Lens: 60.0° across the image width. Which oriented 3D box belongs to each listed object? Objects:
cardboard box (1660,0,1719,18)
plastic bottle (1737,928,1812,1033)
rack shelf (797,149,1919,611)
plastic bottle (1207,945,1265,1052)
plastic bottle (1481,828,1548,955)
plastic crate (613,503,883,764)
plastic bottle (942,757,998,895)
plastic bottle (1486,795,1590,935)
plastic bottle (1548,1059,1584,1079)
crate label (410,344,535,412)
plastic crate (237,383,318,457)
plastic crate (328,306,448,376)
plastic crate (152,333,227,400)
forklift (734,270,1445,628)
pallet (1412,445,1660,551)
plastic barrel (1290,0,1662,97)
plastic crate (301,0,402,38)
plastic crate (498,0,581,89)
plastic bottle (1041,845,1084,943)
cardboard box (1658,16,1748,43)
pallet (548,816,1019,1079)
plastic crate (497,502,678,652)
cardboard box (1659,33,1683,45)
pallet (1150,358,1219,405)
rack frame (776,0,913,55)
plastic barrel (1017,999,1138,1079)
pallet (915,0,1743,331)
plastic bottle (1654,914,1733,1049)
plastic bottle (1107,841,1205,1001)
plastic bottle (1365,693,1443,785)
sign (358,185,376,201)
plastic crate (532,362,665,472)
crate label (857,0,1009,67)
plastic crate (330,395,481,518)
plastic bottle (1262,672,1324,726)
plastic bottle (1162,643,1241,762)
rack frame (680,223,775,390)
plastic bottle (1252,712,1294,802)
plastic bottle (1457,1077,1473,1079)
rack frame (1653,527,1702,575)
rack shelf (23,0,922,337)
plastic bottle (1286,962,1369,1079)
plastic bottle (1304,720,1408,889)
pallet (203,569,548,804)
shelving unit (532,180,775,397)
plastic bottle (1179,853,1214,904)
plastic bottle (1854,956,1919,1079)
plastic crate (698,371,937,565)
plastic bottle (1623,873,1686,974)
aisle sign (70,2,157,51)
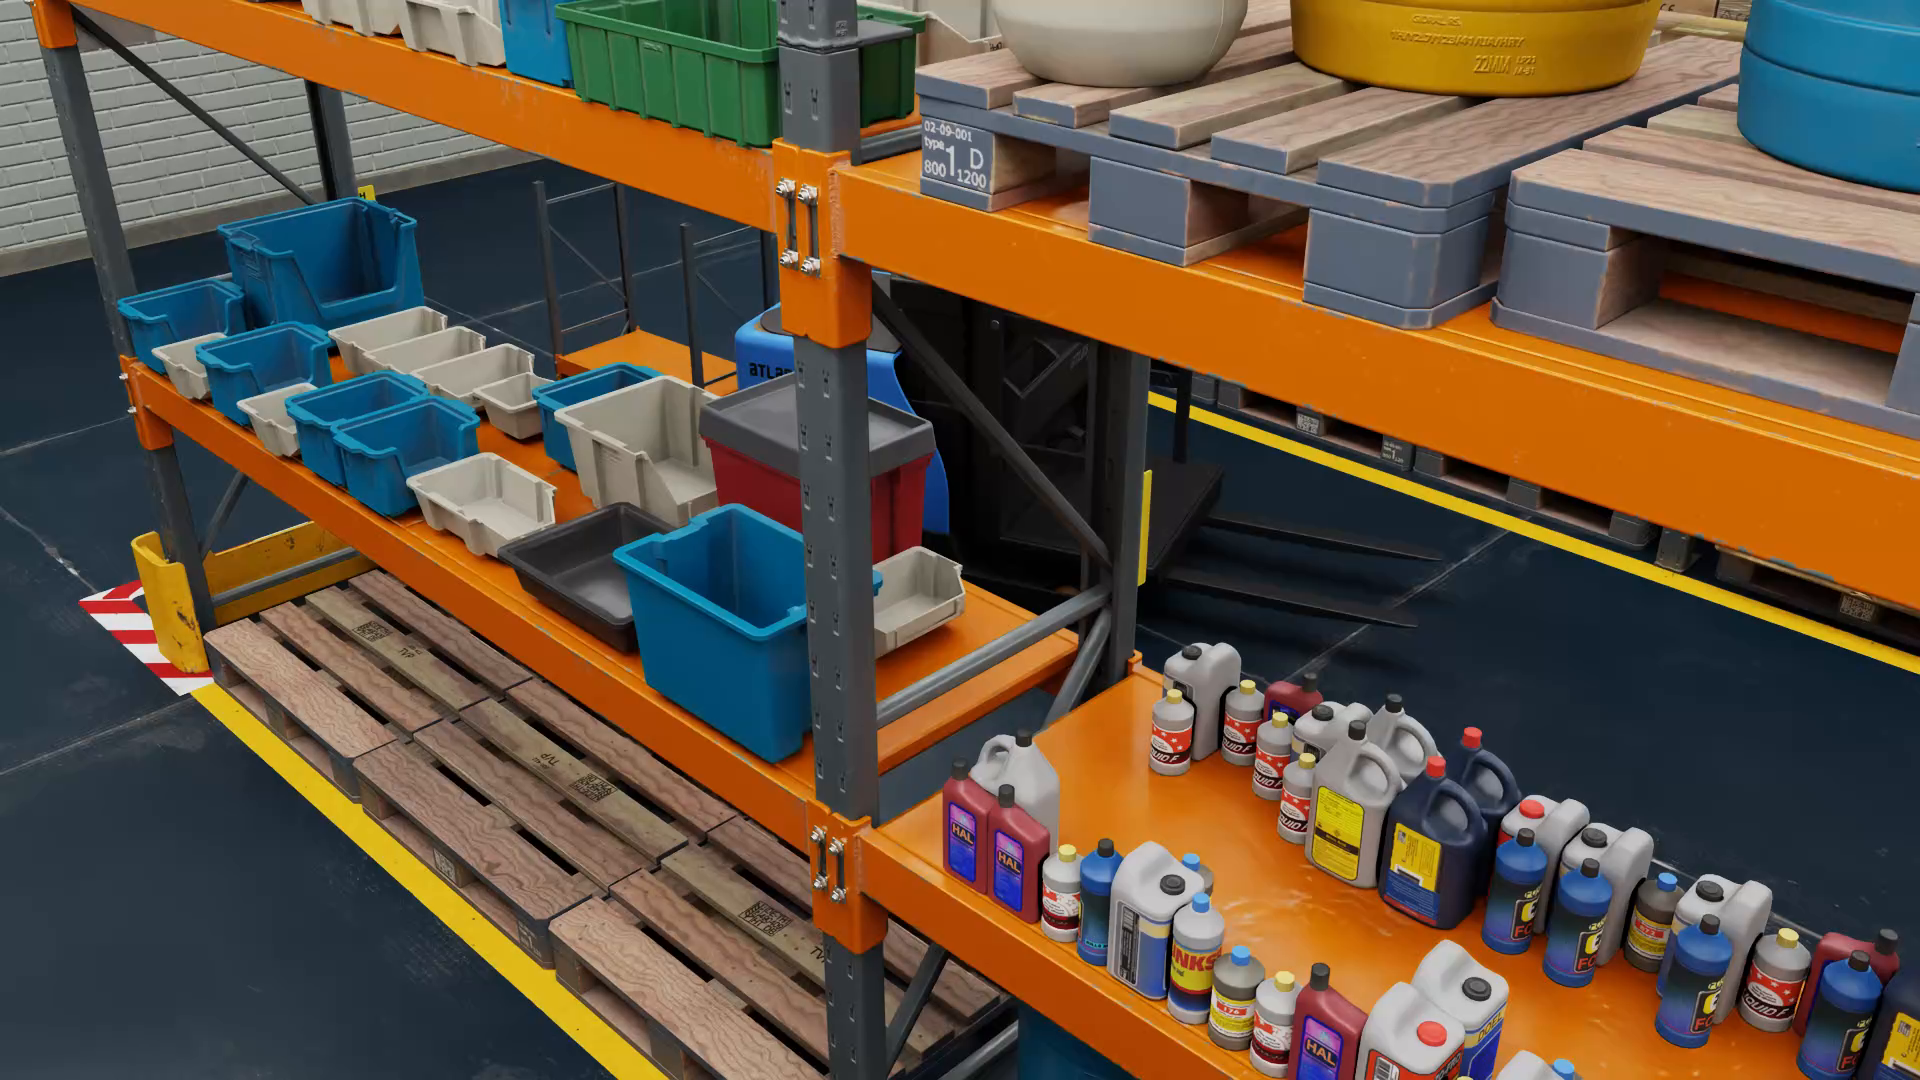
[{"bbox_3d":[5.099,-3.882,11.484,0.500,0.500,0.500,-25,36,-39],"label":"cardboard box"},{"bbox_3d":[1.554,0.828,3.165,0.097,0.201,0.097,0,28,0],"label":"plastic bottle"},{"bbox_3d":[1.489,-0.070,2.209,4.000,0.370,1.077,25,36,38],"label":"rack shelf"},{"bbox_3d":[0.520,0.851,3.123,0.097,0.201,0.097,0,28,0],"label":"plastic bottle"},{"bbox_3d":[1.117,0.697,3.341,0.097,0.271,0.097,0,28,0],"label":"plastic bottle"},{"bbox_3d":[-0.509,0.228,4.045,0.575,0.384,0.392,25,36,38],"label":"plastic crate"},{"bbox_3d":[0.026,0.600,3.511,0.133,0.283,0.061,25,36,38],"label":"plastic bottle"},{"bbox_3d":[1.191,0.647,3.430,0.135,0.276,0.152,25,36,38],"label":"plastic bottle"},{"bbox_3d":[1.026,0.983,2.871,0.097,0.201,0.097,0,28,0],"label":"plastic bottle"},{"bbox_3d":[-1.668,-0.540,5.773,0.243,0.136,0.396,25,36,38],"label":"crate label"},{"bbox_3d":[-2.189,-0.385,5.477,0.298,0.136,0.250,25,36,38],"label":"plastic crate"},{"bbox_3d":[-2.081,-0.722,6.119,0.243,0.136,0.396,25,36,38],"label":"plastic crate"},{"bbox_3d":[-2.673,-0.606,5.898,0.298,0.136,0.250,25,36,38],"label":"plastic crate"},{"bbox_3d":[0.569,-1.180,6.845,3.031,2.935,1.130,12,30,21],"label":"forklift"},{"bbox_3d":[3.048,-0.397,8.277,1.213,0.211,1.003,25,36,38],"label":"pallet"},{"bbox_3d":[0.856,-1.079,2.703,0.600,0.588,0.600,0,28,0],"label":"plastic barrel"},{"bbox_3d":[-1.425,-1.468,4.223,0.530,0.282,0.437,25,36,38],"label":"plastic crate"},{"bbox_3d":[-0.810,-1.158,3.685,0.300,0.233,0.416,25,36,38],"label":"plastic crate"},{"bbox_3d":[0.216,0.711,3.388,0.097,0.201,0.097,0,28,0],"label":"plastic bottle"},{"bbox_3d":[3.374,-1.995,7.357,0.500,0.500,0.500,25,36,38],"label":"cardboard box"},{"bbox_3d":[-0.488,1.294,5.062,1.213,0.211,1.003,25,36,38],"label":"pallet"},{"bbox_3d":[-0.923,0.106,4.556,0.590,0.125,0.437,25,36,38],"label":"plastic crate"},{"bbox_3d":[3.021,-1.815,7.015,0.500,0.500,0.500,-24,36,-38],"label":"cardboard box"},{"bbox_3d":[1.309,-1.193,9.791,1.213,0.211,1.003,25,36,38],"label":"pallet"},{"bbox_3d":[0.063,-2.368,2.585,0.127,3.000,1.000,25,36,38],"label":"rack frame"},{"bbox_3d":[0.439,1.213,4.023,0.708,0.901,0.600,25,36,38],"label":"plastic barrel"},{"bbox_3d":[0.691,-0.734,2.902,1.003,0.211,1.213,25,36,38],"label":"pallet"},{"bbox_3d":[1.378,0.816,3.113,0.097,0.271,0.097,0,28,0],"label":"plastic bottle"},{"bbox_3d":[0.387,0.739,3.255,0.135,0.276,0.152,25,36,38],"label":"plastic bottle"},{"bbox_3d":[0.948,0.500,3.629,0.185,0.351,0.144,25,36,38],"label":"plastic bottle"},{"bbox_3d":[-2.415,-1.278,6.783,0.005,0.325,0.100,25,36,38],"label":"sign"},{"bbox_3d":[-1.145,-0.386,5.376,0.300,0.233,0.416,25,36,38],"label":"plastic crate"},{"bbox_3d":[-0.083,-1.179,3.830,0.466,0.136,0.293,25,36,38],"label":"crate label"},{"bbox_3d":[-1.691,-0.253,5.124,0.300,0.233,0.416,25,36,38],"label":"plastic crate"},{"bbox_3d":[0.768,0.420,3.853,0.133,0.283,0.061,25,36,38],"label":"plastic bottle"},{"bbox_3d":[0.571,0.363,3.969,0.135,0.276,0.152,25,36,38],"label":"plastic bottle"},{"bbox_3d":[-1.021,-0.762,7.588,0.032,1.500,0.500,21,35,35],"label":"rack frame"},{"bbox_3d":[0.725,0.489,3.811,0.097,0.201,0.097,0,28,0],"label":"plastic bottle"},{"bbox_3d":[0.850,1.001,2.836,0.097,0.201,0.097,0,28,0],"label":"plastic bottle"},{"bbox_3d":[3.536,-1.357,7.107,0.127,3.000,1.000,25,36,38],"label":"rack frame"},{"bbox_3d":[-1.363,-1.375,4.692,4.000,0.370,1.077,25,36,38],"label":"rack shelf"},{"bbox_3d":[0.659,0.890,2.960,0.133,0.283,0.061,25,36,38],"label":"plastic bottle"},{"bbox_3d":[0.847,0.548,3.538,0.185,0.351,0.144,25,36,38],"label":"plastic bottle"},{"bbox_3d":[-2.228,0.498,6.576,1.213,0.211,1.003,25,36,38],"label":"pallet"},{"bbox_3d":[-1.417,-0.918,7.884,1.083,1.500,0.587,21,35,35],"label":"shelving unit"},{"bbox_3d":[0.461,0.724,3.363,0.097,0.201,0.097,0,28,0],"label":"plastic bottle"},{"bbox_3d":[1.734,0.860,2.945,0.185,0.351,0.144,25,36,38],"label":"plastic bottle"},{"bbox_3d":[-0.398,-0.142,4.665,0.583,0.464,0.402,25,36,38],"label":"plastic crate"},{"bbox_3d":[1.389,0.753,3.309,0.097,0.201,0.097,0,28,0],"label":"plastic bottle"},{"bbox_3d":[-3.049,-2.094,5.715,0.004,0.787,0.394,25,36,38],"label":"aisle sign"}]
